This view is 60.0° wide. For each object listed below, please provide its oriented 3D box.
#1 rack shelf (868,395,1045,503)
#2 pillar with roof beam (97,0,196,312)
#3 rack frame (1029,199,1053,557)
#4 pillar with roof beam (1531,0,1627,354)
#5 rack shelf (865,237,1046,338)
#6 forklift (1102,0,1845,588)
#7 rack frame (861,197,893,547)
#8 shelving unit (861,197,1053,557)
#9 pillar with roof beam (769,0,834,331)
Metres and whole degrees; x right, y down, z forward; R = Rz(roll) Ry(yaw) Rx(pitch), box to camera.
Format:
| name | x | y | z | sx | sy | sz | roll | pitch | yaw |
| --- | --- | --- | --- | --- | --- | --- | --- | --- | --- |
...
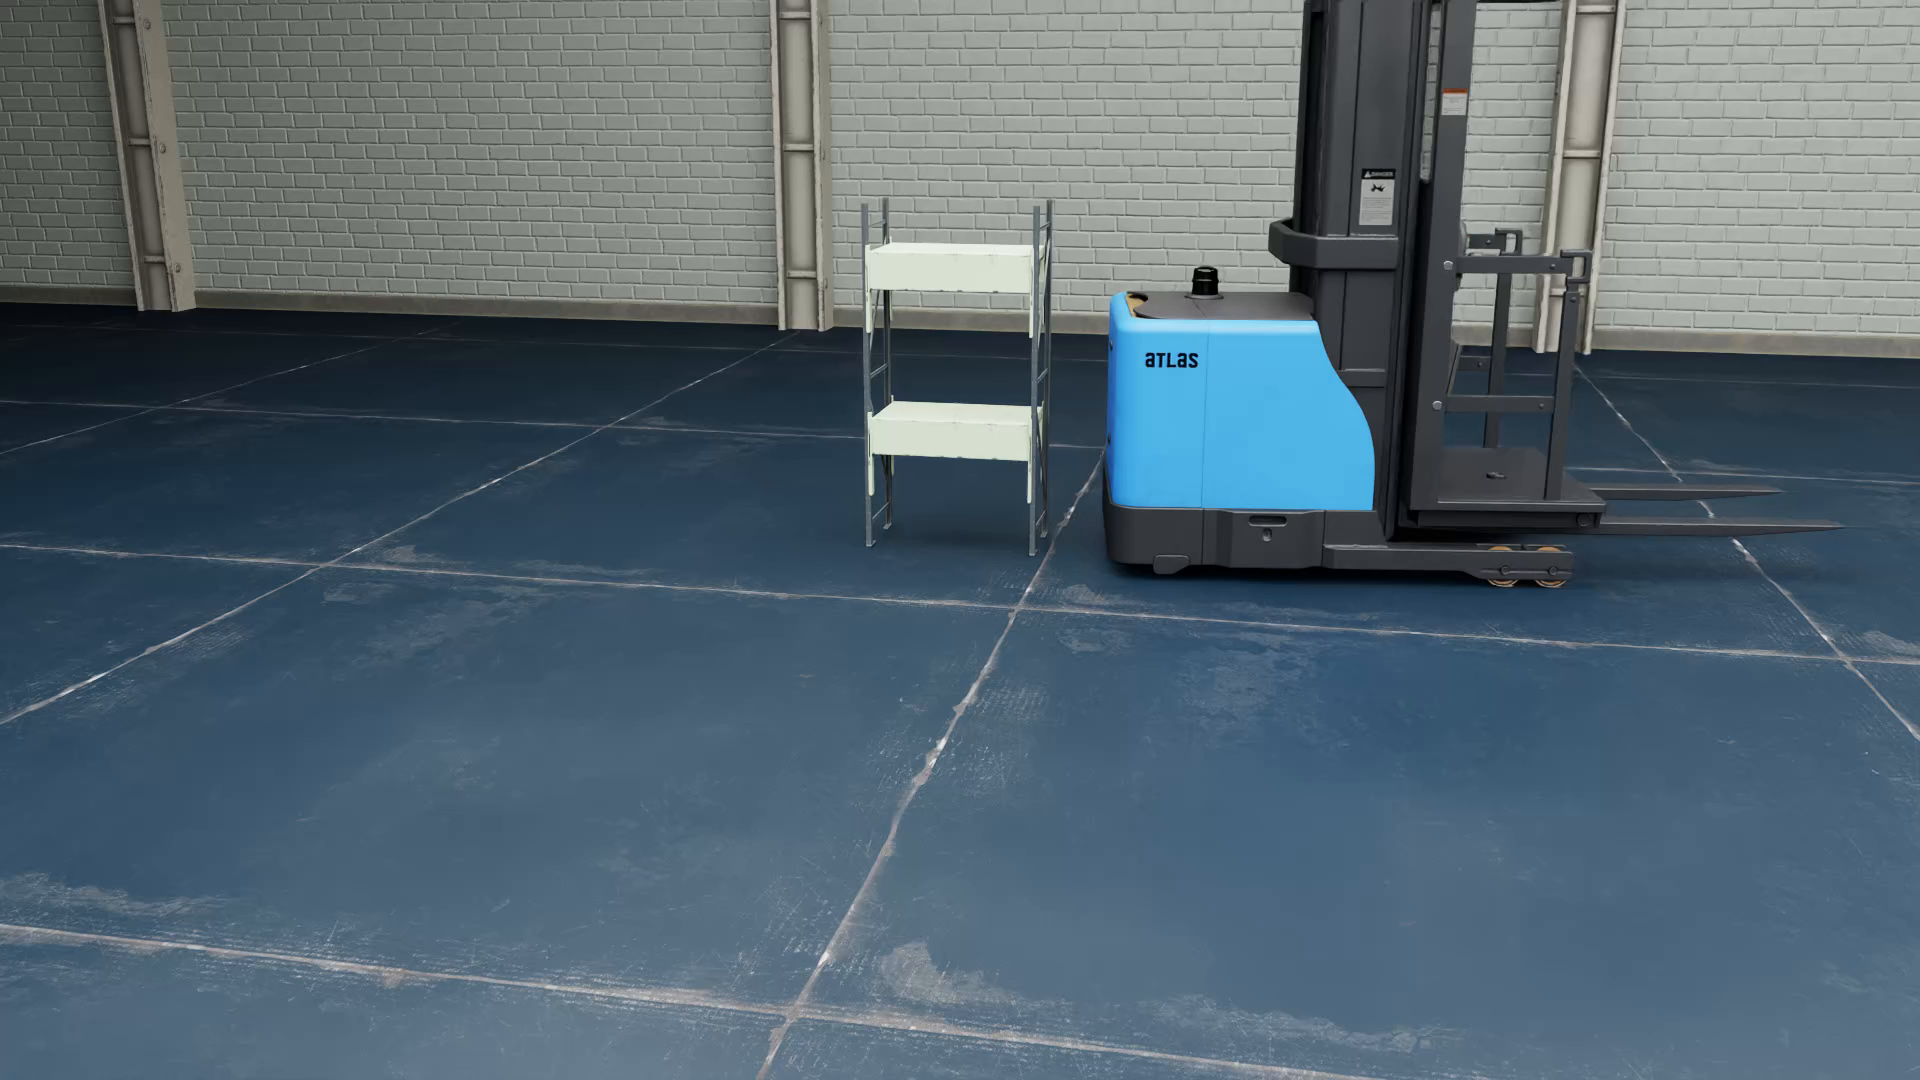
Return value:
| name | x | y | z | sx | sy | sz | roll | pitch | yaw |
| --- | --- | --- | --- | --- | --- | --- | --- | --- | --- |
| rack shelf | -0.007 | -0.409 | 7.380 | 0.720 | 0.370 | 0.431 | 3 | 16 | 11 |
| pillar with roof beam | -8.018 | -5.300 | 9.770 | 0.400 | 9.000 | 9.100 | 3 | 16 | 11 |
| rack frame | 0.352 | -0.704 | 7.223 | 0.023 | 1.500 | 0.400 | 3 | 16 | 11 |
| pillar with roof beam | 3.741 | -4.662 | 7.465 | 0.400 | 9.000 | 9.100 | 3 | 16 | 11 |
| rack shelf | -0.007 | -1.099 | 7.189 | 0.720 | 0.370 | 0.431 | 3 | 16 | 11 |
| forklift | 2.156 | -1.363 | 6.921 | 3.031 | 2.935 | 1.130 | 1 | 16 | 3 |
| rack frame | -0.365 | -0.743 | 7.363 | 0.023 | 1.500 | 0.400 | 3 | 16 | 11 |
| shelving unit | -0.007 | -0.723 | 7.293 | 0.755 | 1.500 | 0.431 | 3 | 16 | 11 |
| pillar with roof beam | -2.139 | -4.981 | 8.618 | 0.400 | 9.000 | 9.100 | 3 | 16 | 11 |
